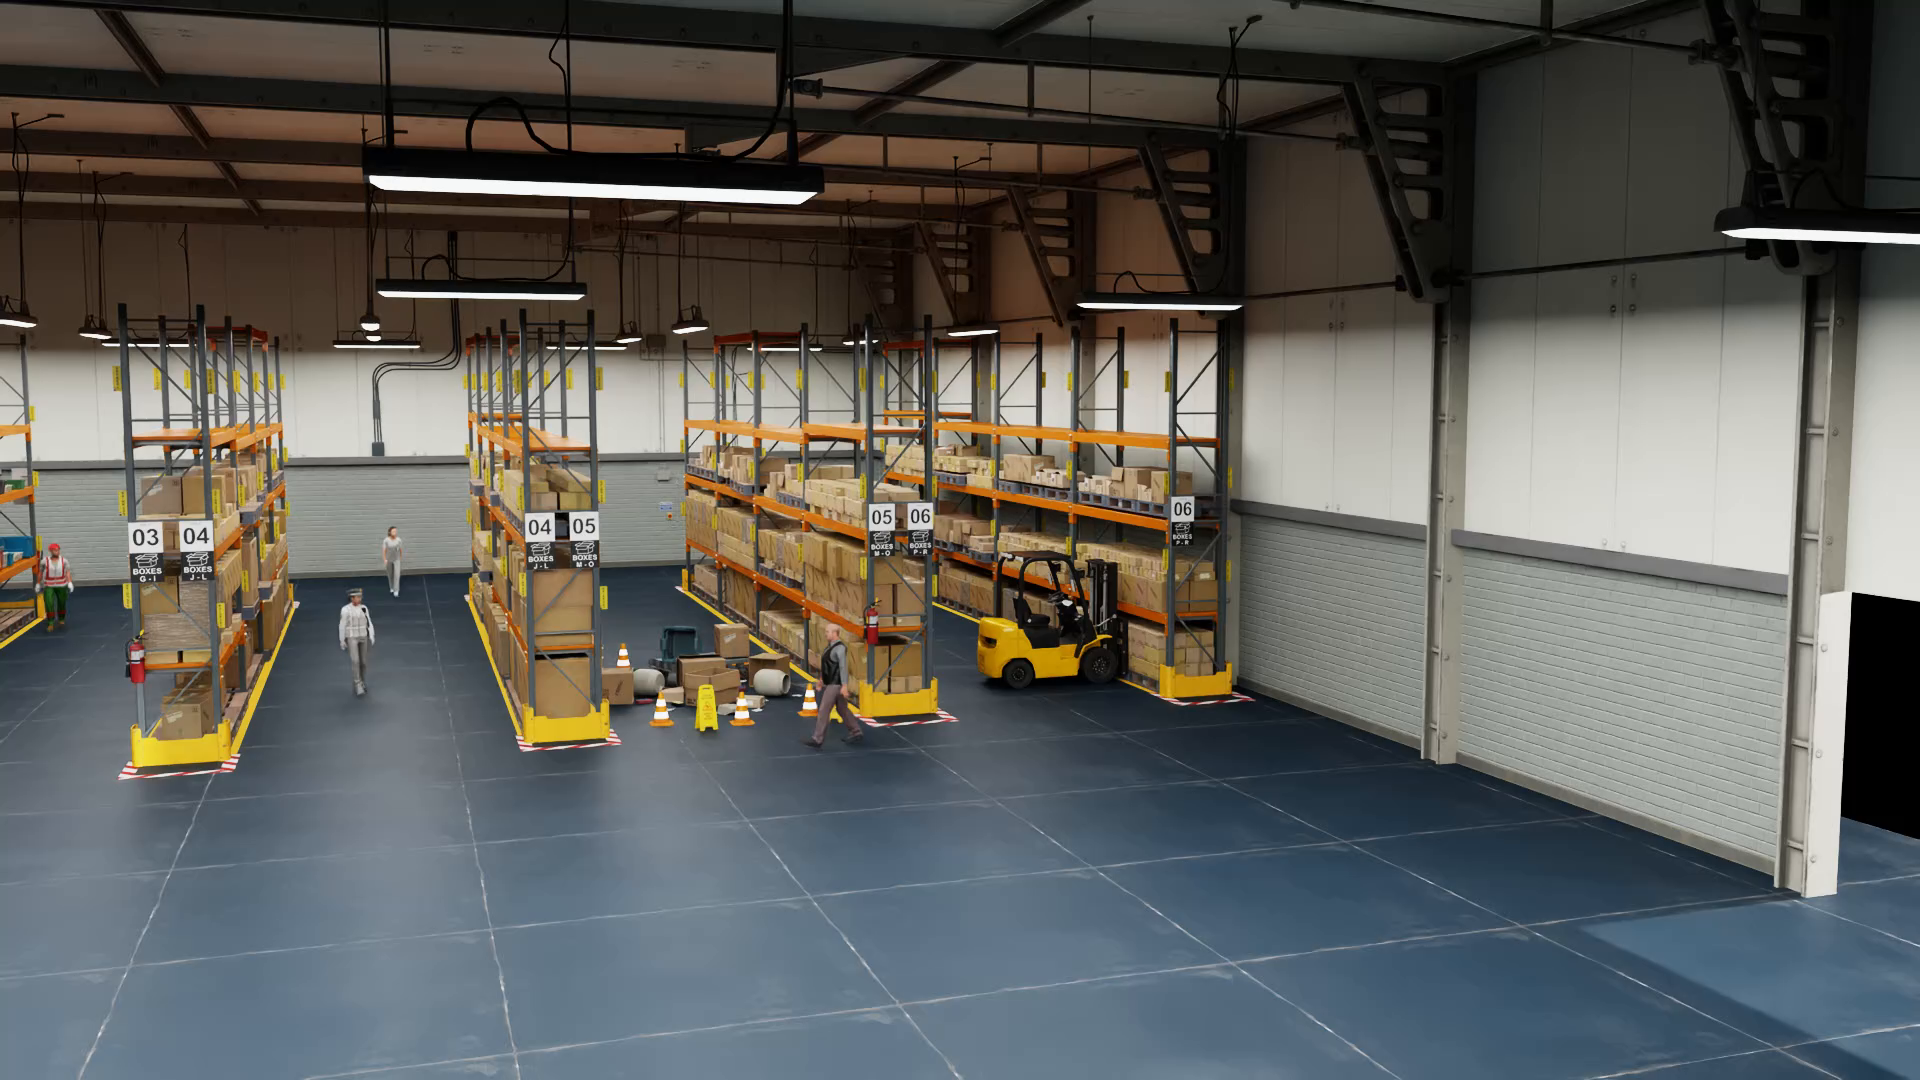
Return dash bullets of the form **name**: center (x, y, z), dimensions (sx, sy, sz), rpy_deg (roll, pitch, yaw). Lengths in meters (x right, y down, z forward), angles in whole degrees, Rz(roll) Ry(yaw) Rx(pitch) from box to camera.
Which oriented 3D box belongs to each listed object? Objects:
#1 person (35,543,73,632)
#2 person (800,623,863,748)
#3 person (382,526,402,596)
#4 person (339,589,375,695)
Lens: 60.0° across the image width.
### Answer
- **person**: center (-18.284, 0.931, 33.551), dimensions (0.689, 1.738, 1.025), rpy_deg (-3, 6, -28)
- **person**: center (-1.776, 1.990, 22.912), dimensions (0.899, 1.696, 0.537), rpy_deg (-1, 6, -11)
- **person**: center (-13.308, 0.481, 38.974), dimensions (0.431, 1.604, 1.060), rpy_deg (-2, 6, -16)
- **person**: center (-9.710, 1.630, 26.961), dimensions (0.709, 1.666, 0.511), rpy_deg (5, 8, 45)
